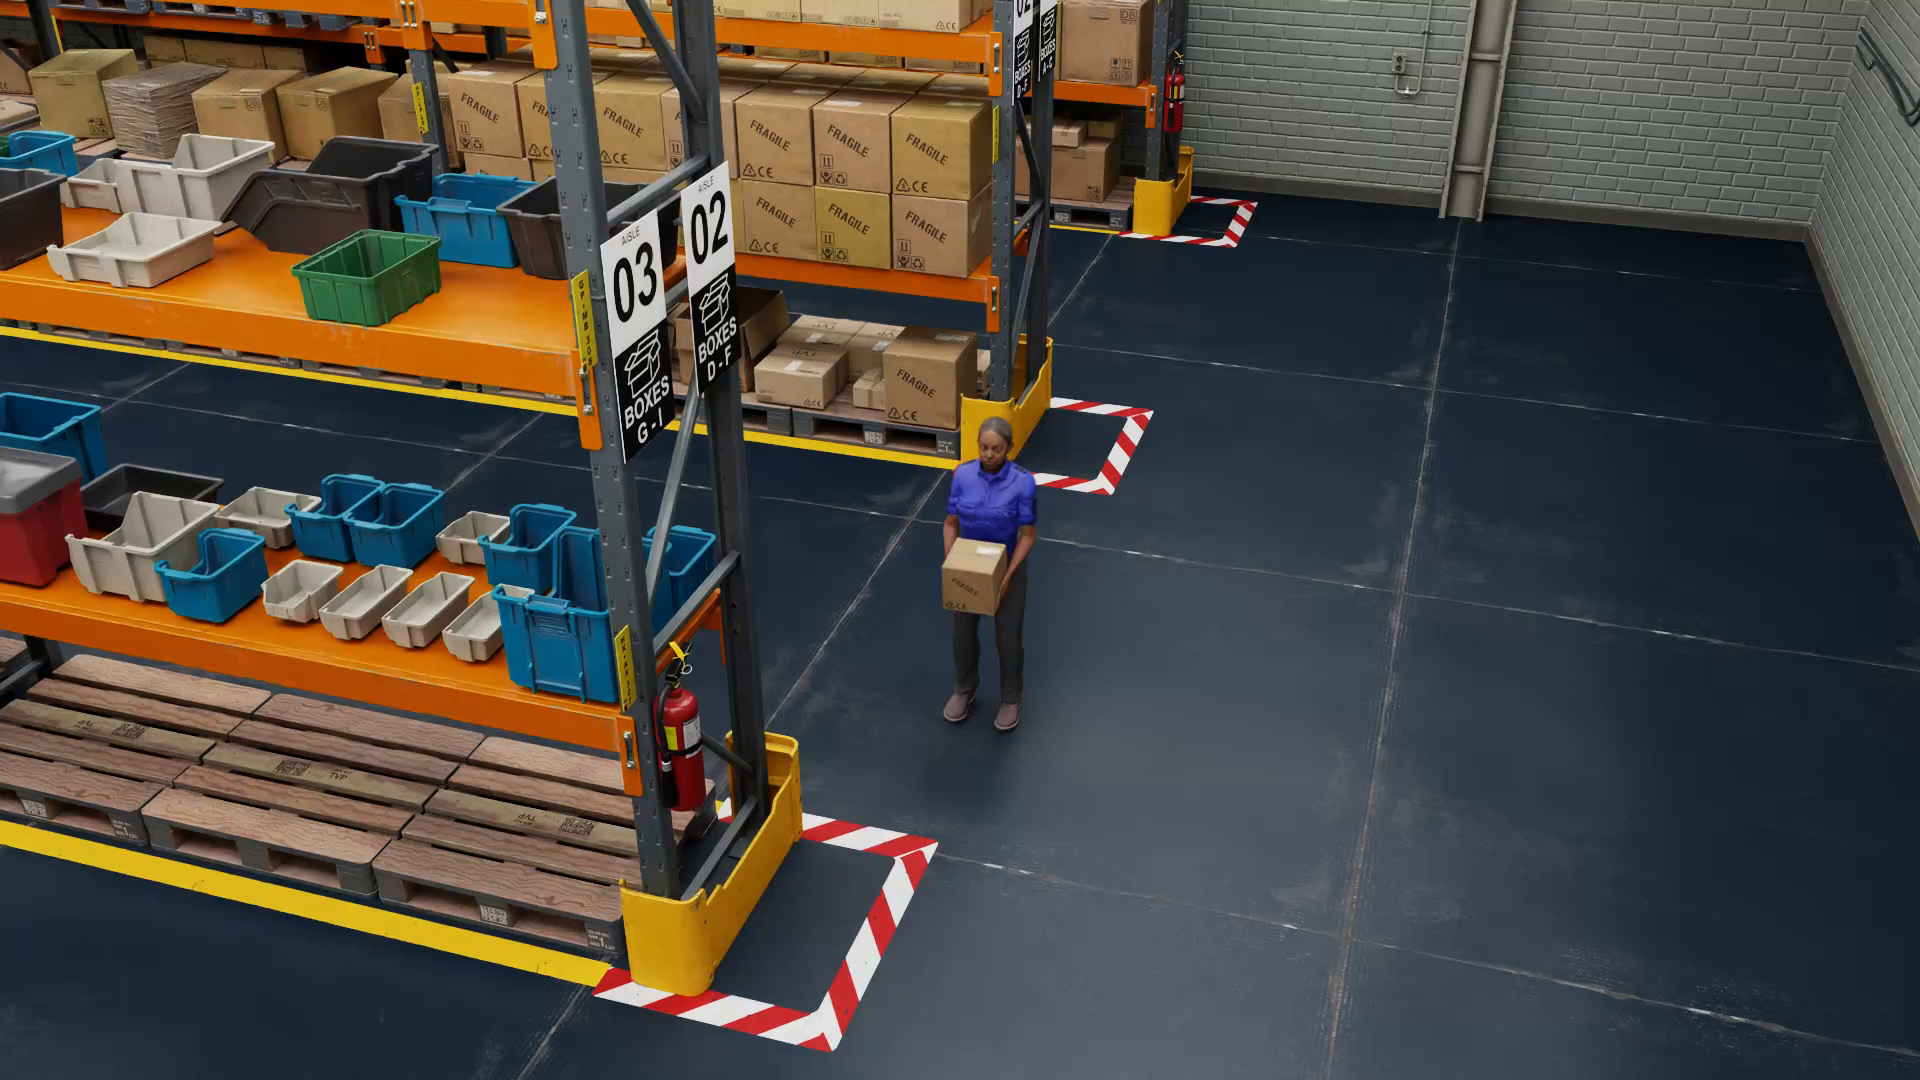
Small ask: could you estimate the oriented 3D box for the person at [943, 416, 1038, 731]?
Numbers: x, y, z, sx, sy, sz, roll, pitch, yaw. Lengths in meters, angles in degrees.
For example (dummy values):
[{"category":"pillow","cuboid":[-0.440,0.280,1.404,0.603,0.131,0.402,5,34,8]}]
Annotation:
[{"category":"person","cuboid":[0.127,0.196,8.152,0.470,1.659,0.475,8,30,15]}]
